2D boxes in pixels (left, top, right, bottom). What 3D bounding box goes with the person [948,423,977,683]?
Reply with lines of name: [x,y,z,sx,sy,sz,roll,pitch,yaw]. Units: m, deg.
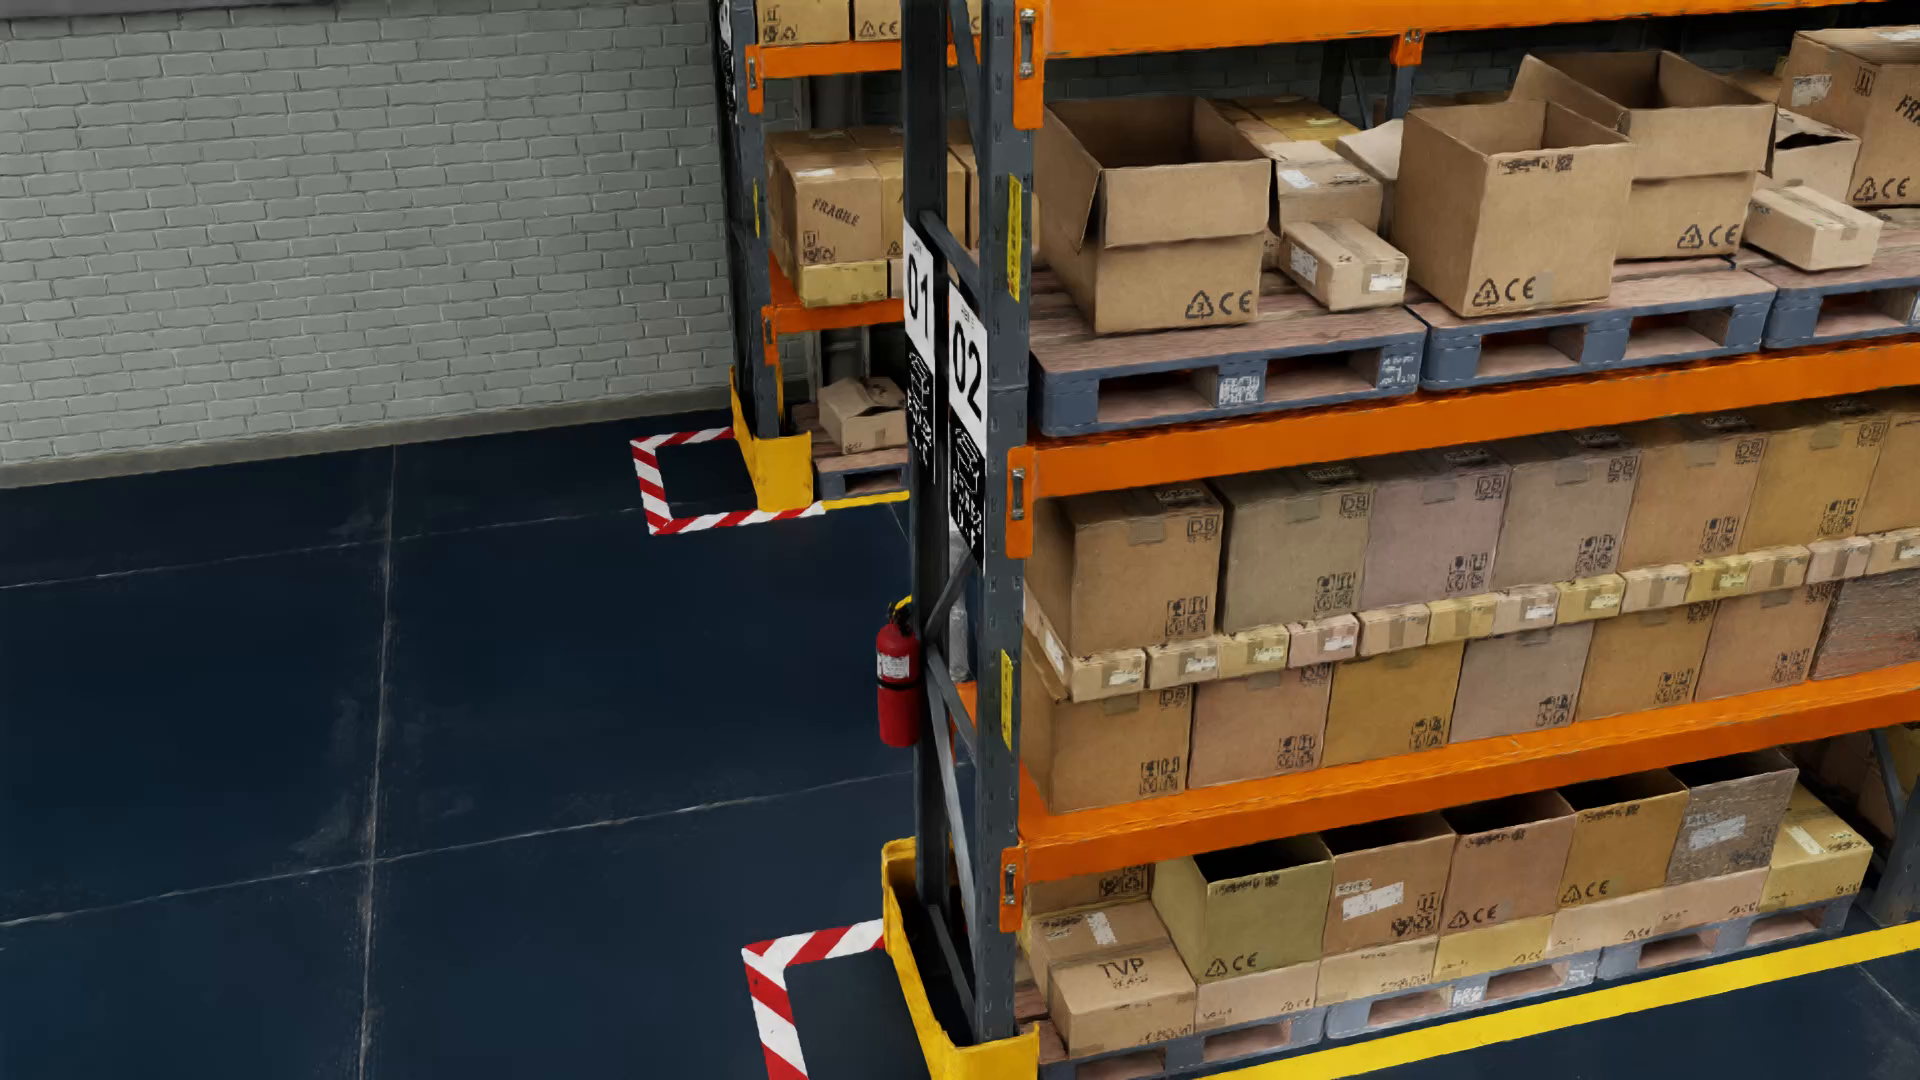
person: [0.073,-0.124,8.405,0.689,1.774,0.577,-5,30,-9]
